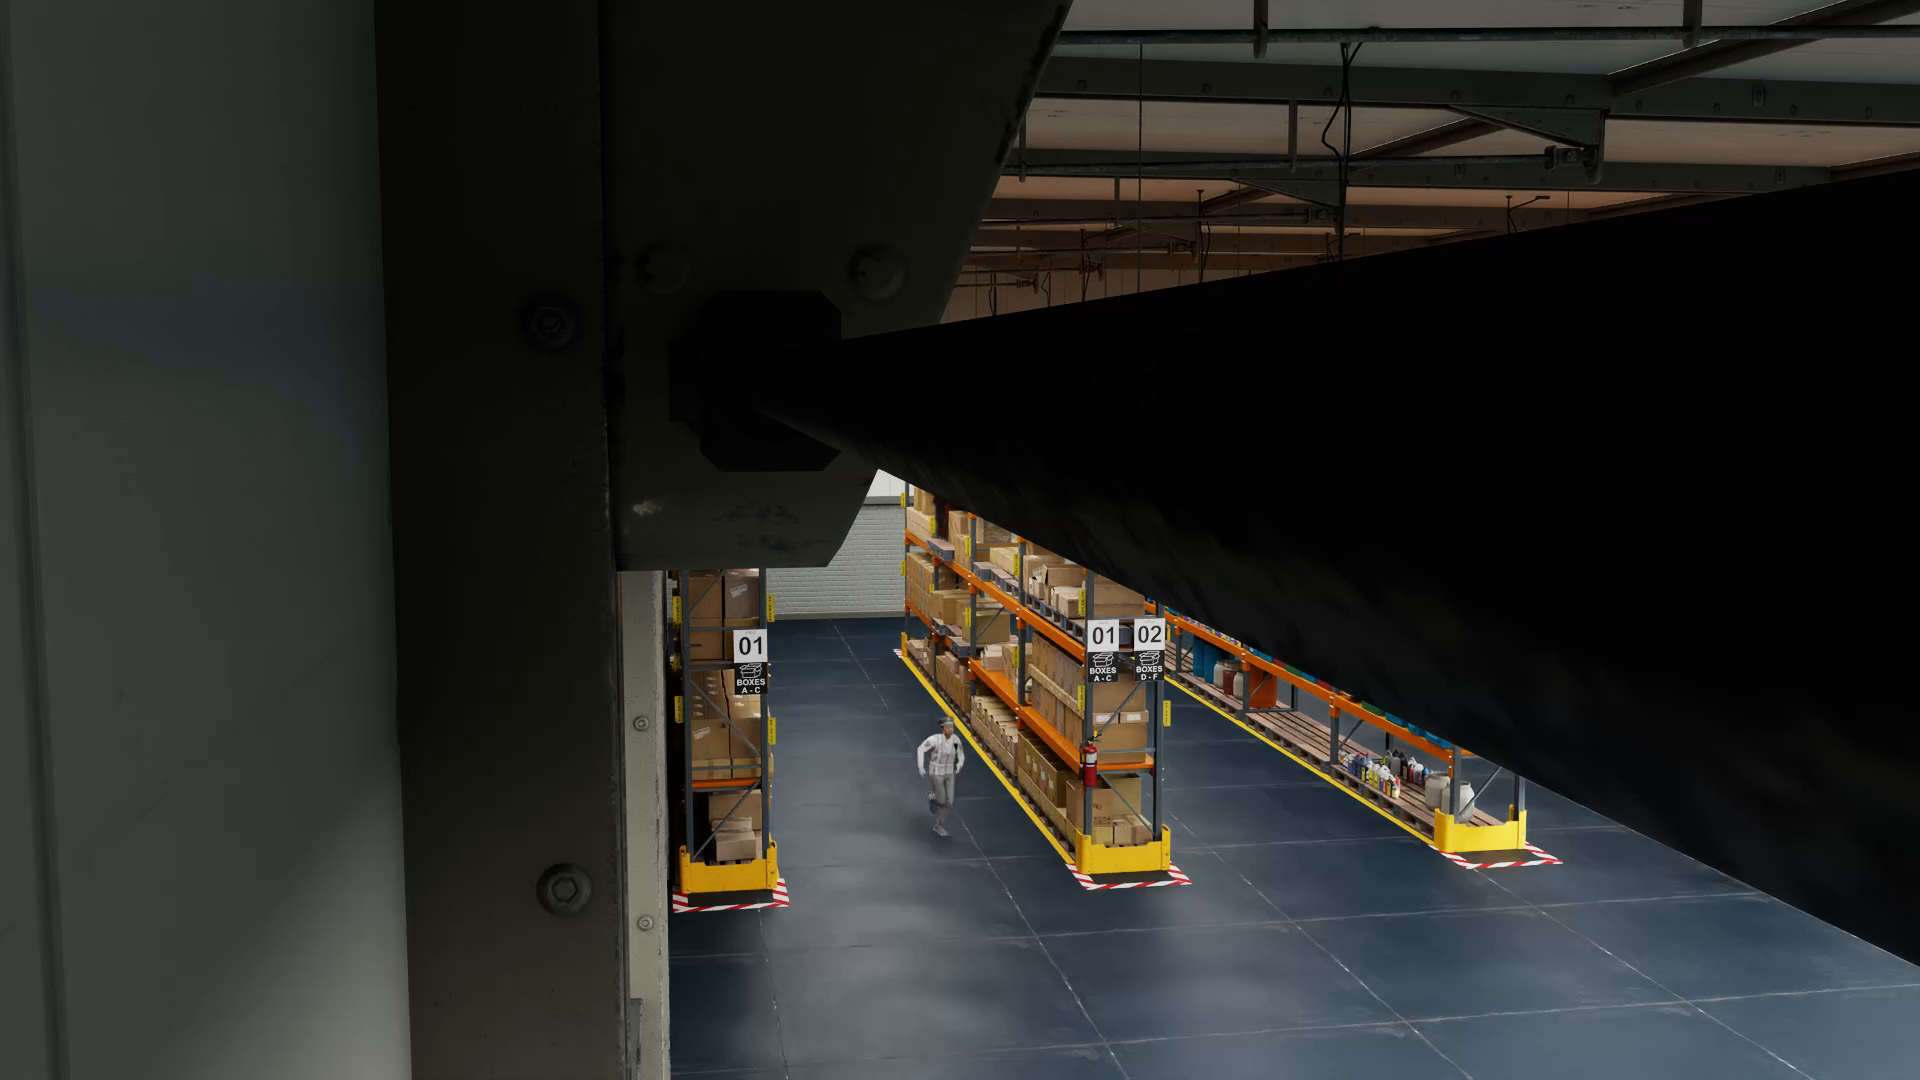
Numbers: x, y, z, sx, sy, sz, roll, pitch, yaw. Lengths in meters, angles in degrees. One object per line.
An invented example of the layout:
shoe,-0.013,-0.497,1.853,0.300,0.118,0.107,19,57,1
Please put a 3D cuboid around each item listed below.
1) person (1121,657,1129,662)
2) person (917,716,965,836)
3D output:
person,3.197,2.104,32.905,0.572,1.666,0.802,-1,6,-5
person,-0.241,3.190,22.617,0.653,1.650,0.641,-3,6,-24
